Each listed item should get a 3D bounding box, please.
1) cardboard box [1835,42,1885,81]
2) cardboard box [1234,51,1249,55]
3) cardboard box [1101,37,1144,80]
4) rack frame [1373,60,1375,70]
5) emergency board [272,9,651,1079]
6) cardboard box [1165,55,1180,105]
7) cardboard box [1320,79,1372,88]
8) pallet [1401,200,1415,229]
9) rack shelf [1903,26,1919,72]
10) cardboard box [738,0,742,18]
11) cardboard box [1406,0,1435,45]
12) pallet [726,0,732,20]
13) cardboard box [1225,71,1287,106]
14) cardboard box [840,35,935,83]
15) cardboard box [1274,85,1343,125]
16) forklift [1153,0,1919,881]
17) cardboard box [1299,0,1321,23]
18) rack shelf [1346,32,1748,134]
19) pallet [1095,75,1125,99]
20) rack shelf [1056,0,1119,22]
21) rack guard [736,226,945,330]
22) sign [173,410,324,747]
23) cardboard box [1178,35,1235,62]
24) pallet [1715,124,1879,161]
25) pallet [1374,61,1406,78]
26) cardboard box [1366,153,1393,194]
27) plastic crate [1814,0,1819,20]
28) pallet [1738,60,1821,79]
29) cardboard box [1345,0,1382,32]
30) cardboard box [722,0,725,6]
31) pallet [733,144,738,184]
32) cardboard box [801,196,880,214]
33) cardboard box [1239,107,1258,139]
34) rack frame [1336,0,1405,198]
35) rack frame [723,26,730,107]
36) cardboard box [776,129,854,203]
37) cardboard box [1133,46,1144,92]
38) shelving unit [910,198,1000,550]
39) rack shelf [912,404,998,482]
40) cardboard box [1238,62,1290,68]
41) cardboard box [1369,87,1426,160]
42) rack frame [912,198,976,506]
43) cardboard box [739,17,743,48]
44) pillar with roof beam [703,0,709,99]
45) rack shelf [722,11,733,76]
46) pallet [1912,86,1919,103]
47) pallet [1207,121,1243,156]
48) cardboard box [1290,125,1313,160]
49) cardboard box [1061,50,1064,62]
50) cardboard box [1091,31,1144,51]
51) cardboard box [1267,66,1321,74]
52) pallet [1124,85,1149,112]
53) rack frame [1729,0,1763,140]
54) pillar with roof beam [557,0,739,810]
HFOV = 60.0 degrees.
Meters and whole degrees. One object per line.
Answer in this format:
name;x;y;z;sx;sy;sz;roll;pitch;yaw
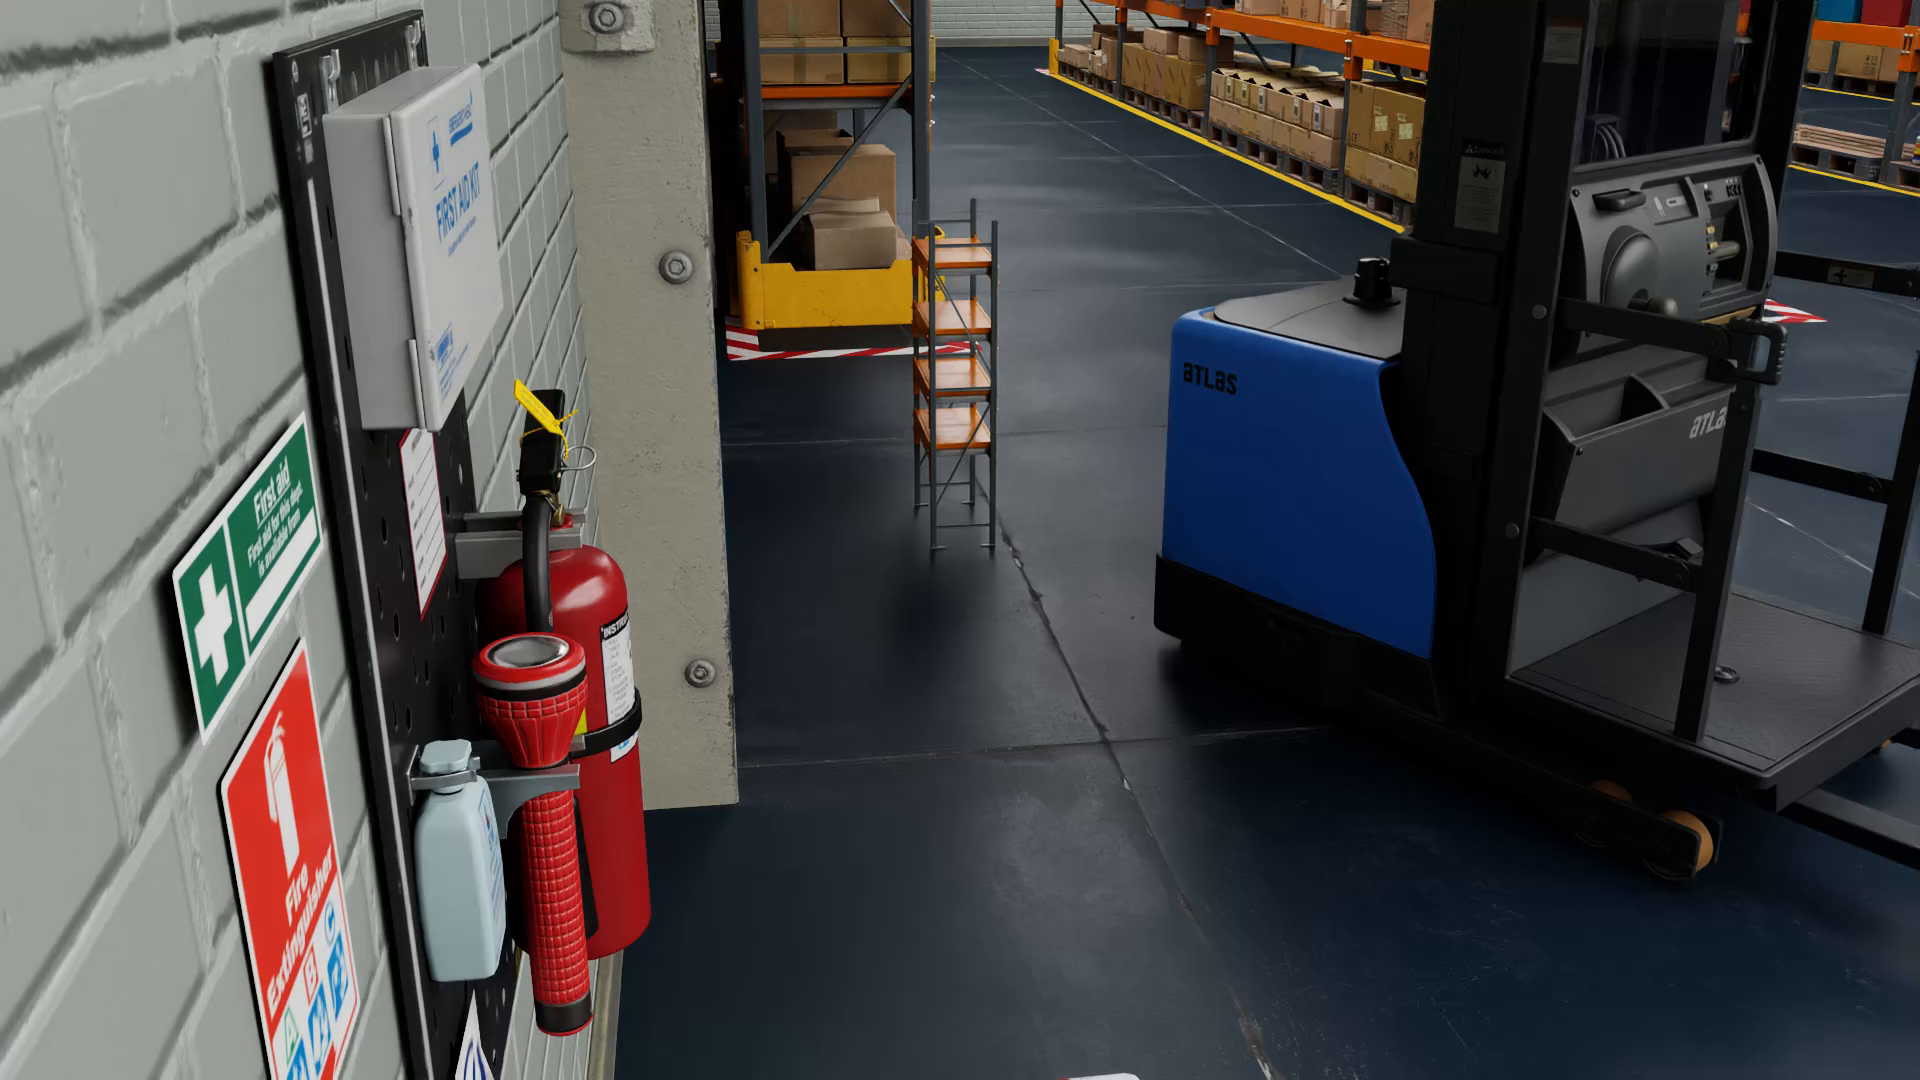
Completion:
cardboard box;12.416;-6.539;21.874;1.225;0.875;0.875;-3;21;-8
cardboard box;3.066;-5.418;19.378;0.500;0.500;0.500;-4;21;-10
cardboard box;2.138;-6.278;21.682;0.500;0.500;0.500;-3;21;-8
rack frame;6.826;-8.693;25.205;1.000;3.000;0.127;-3;21;-8
emergency board;-0.444;0.082;1.709;0.194;1.169;0.643;-3;21;-8
cardboard box;2.636;-5.201;18.799;0.500;0.500;0.500;-4;21;-10
cardboard box;3.618;-4.149;15.567;0.500;0.311;0.500;-2;21;-6
pallet;3.906;-2.283;12.027;1.003;0.211;1.213;-3;21;-8
rack shelf;8.844;-3.509;12.353;1.077;0.370;4.000;-3;21;-8
cardboard box;-1.249;-3.804;11.228;0.500;0.500;0.500;-2;21;-6
cardboard box;3.807;-4.001;12.499;0.700;0.500;0.500;-3;21;-8
pallet;-1.616;-5.093;15.838;1.213;0.211;1.003;-3;21;-8
cardboard box;2.946;-4.469;16.422;0.500;0.311;0.500;-3;21;-9
cardboard box;-0.427;-2.778;9.553;0.500;0.250;0.500;-4;21;-9
cardboard box;3.161;-3.940;15.006;0.500;0.311;0.500;-3;21;-8
forklift;1.937;-0.749;4.033;1.130;2.935;3.031;-16;26;-36
cardboard box;3.411;-4.960;15.065;0.500;0.500;0.500;-3;21;-8
rack shelf;3.942;-3.261;11.687;1.077;0.370;4.000;-3;21;-8
pallet;2.403;-5.991;21.956;1.003;0.211;1.213;-3;21;-8
rack shelf;2.212;-7.415;22.811;1.077;0.370;4.000;-3;21;-8
rack guard;-0.682;-1.509;9.543;1.175;0.500;0.348;-3;21;-8
sign;-0.459;0.012;1.089;0.001;0.109;0.331;-3;21;-8
cardboard box;2.698;-5.393;18.240;0.500;0.250;0.500;-2;21;-6
pallet;8.225;-3.926;16.425;1.003;0.211;1.213;-3;21;-8
pallet;6.907;-7.100;24.923;1.003;0.211;1.213;-3;21;-8
cardboard box;3.488;-2.850;12.888;0.500;0.250;0.500;-3;21;-8
plastic crate;8.026;-5.028;15.694;0.450;0.188;0.662;-3;21;-8
pallet;12.093;-6.943;24.503;1.003;0.211;1.213;-3;21;-8
cardboard box;3.540;-4.388;13.892;0.500;0.250;0.500;-2;21;-4
cardboard box;-2.335;-5.765;17.695;0.380;0.149;0.250;-3;21;-9
pallet;-1.540;-3.426;15.086;1.003;0.211;1.213;-3;21;-8
cardboard box;-0.764;-2.042;10.611;0.500;0.311;0.500;-1;21;-3
cardboard box;3.017;-4.034;16.059;0.500;0.250;0.500;-3;21;-9
rack frame;3.654;-4.290;13.416;1.000;3.000;0.127;-3;21;-8
rack frame;-2.401;-6.809;20.159;1.000;3.000;0.127;-3;21;-8
cardboard box;-1.058;-2.717;12.147;0.500;0.500;0.500;-4;21;-12
cardboard box;2.417;-5.731;20.218;0.500;0.500;0.500;-3;21;-7
shelving unit;-0.024;-0.619;6.160;0.258;1.200;0.503;-3;21;-8
rack shelf;-0.024;-0.370;6.253;0.258;0.148;0.480;-3;21;-8
cardboard box;3.295;-4.882;17.944;0.500;0.500;0.500;-2;21;-5
cardboard box;3.491;-3.201;12.757;0.500;0.500;0.500;-3;21;-8
rack frame;-0.059;-0.704;6.386;0.240;1.200;0.015;-3;21;-8
cardboard box;-1.304;-3.629;11.832;0.500;0.250;0.500;-4;21;-9
pillar with roof beam;0.903;-10.035;20.223;9.100;9.000;0.400;-3;21;-8
rack shelf;-1.536;-4.394;14.723;1.077;0.370;4.000;-3;21;-8
pallet;12.669;-5.565;20.815;1.003;0.211;1.213;-3;21;-8
pallet;3.157;-4.082;16.843;1.003;0.211;1.213;-3;21;-8
cardboard box;3.236;-3.503;14.638;0.500;0.250;0.500;-3;21;-9
cardboard box;1.681;-7.075;24.292;0.380;0.166;0.250;-3;21;-8
cardboard box;2.225;-6.747;22.932;0.797;0.503;0.637;-3;21;-8
cardboard box;3.397;-4.677;16.981;0.500;0.311;0.500;-2;21;-6
pallet;2.655;-5.474;20.571;1.003;0.211;1.213;-3;21;-8
rack frame;4.231;-2.905;9.707;1.000;3.000;0.127;-3;21;-8
pillar with roof beam;3.497;-3.803;3.537;9.100;9.000;0.400;-3;21;-8
